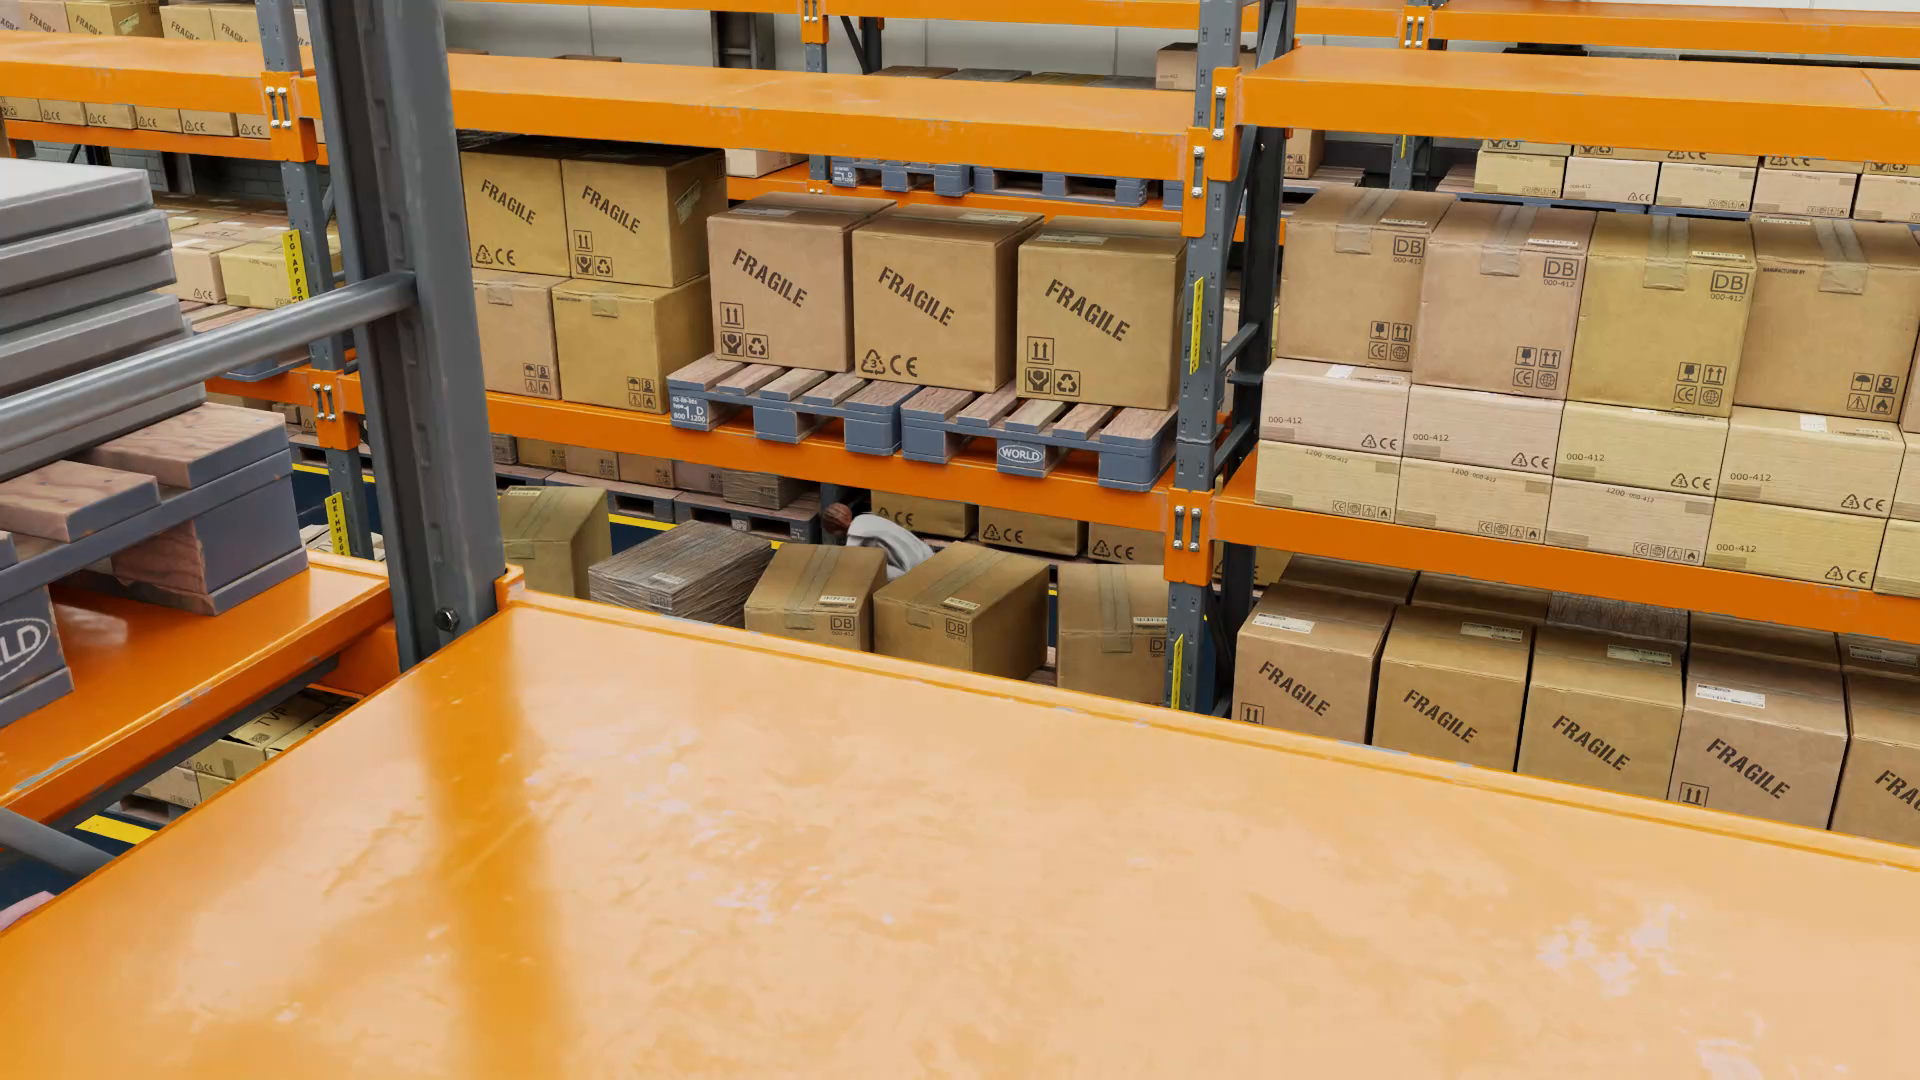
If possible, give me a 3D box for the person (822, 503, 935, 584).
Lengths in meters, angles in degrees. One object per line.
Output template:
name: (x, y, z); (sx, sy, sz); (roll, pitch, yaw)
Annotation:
person: (-0.557, 0.188, 11.450); (0.799, 0.832, 0.442); (9, 24, 20)
